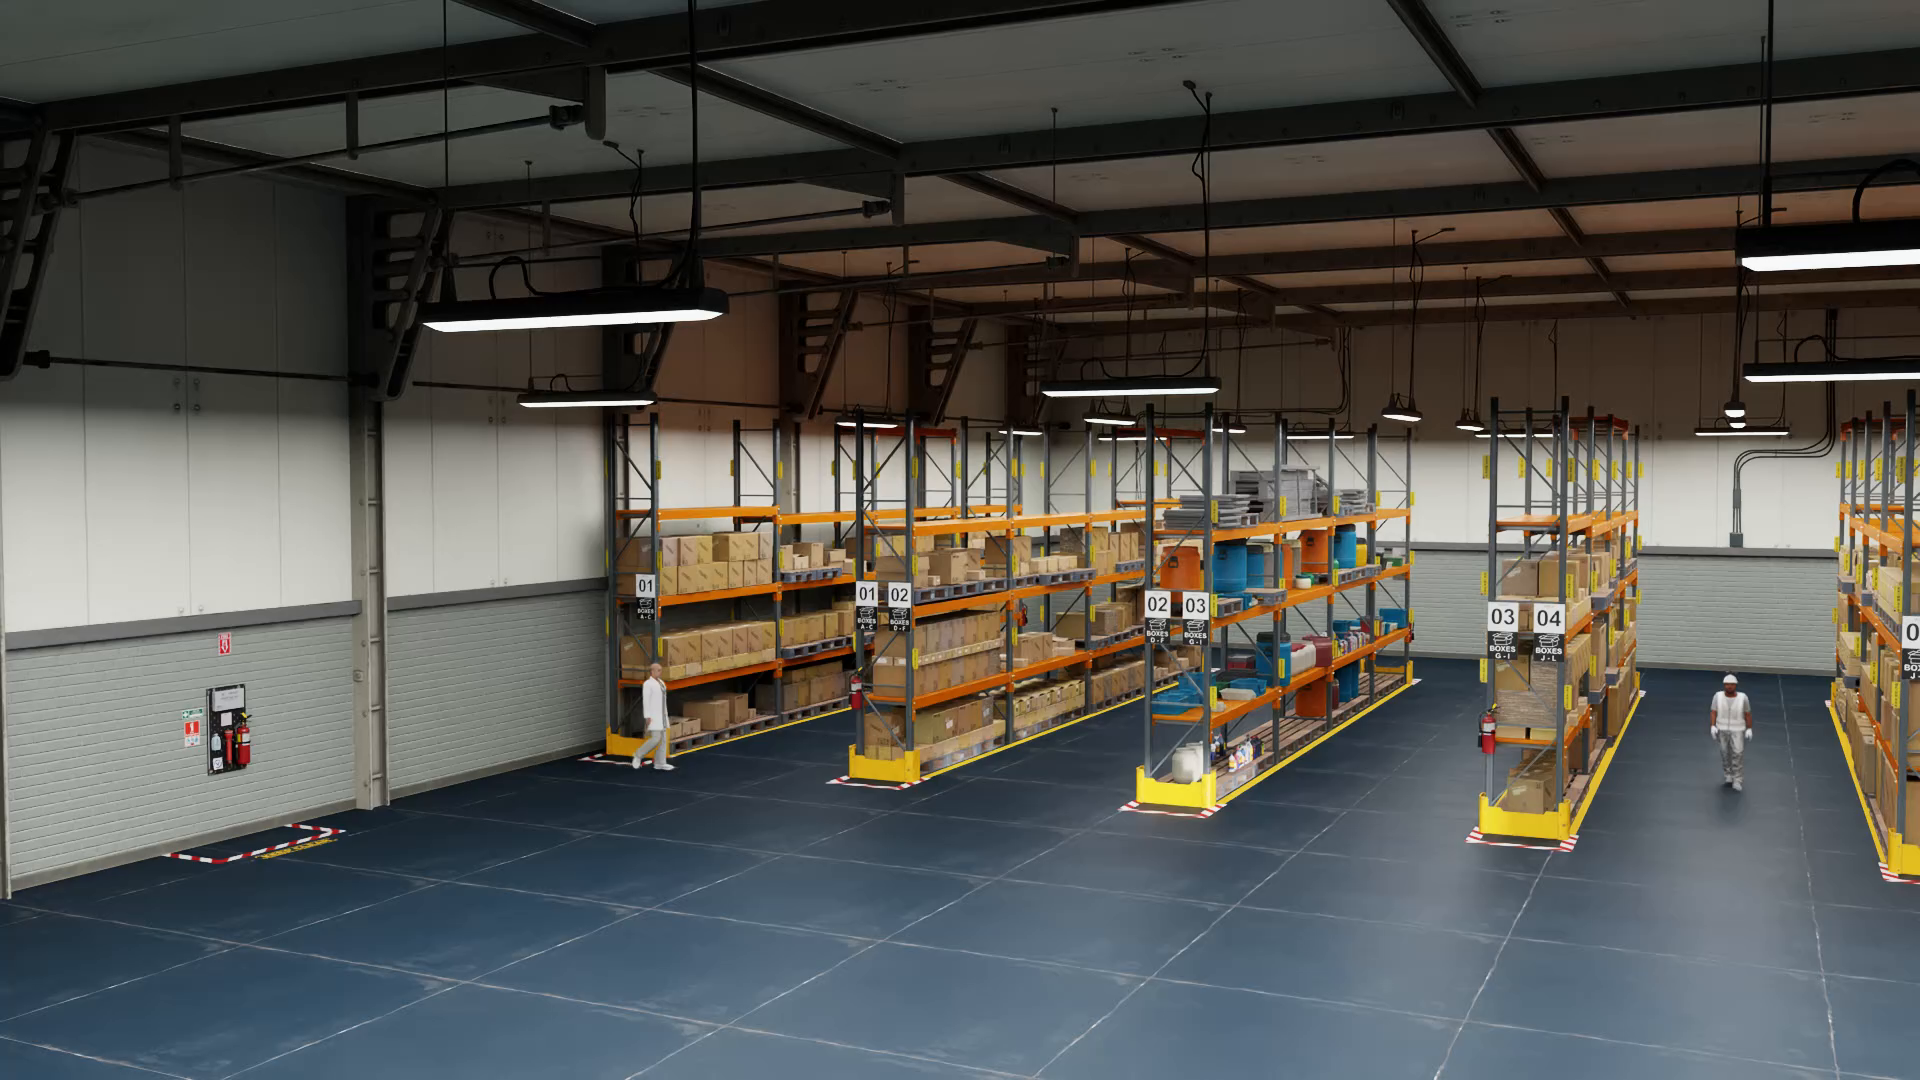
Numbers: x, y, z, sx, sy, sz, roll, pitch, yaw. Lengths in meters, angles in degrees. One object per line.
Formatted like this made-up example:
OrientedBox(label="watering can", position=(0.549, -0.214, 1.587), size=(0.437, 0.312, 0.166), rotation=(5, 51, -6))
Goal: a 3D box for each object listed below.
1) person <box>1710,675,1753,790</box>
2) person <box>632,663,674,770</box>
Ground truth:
OrientedBox(label="person", position=(12.110, 2.997, 26.159), size=(0.590, 1.740, 0.923), rotation=(2, 3, 35))
OrientedBox(label="person", position=(-5.091, 2.937, 27.649), size=(0.681, 1.770, 0.605), rotation=(1, 3, 18))
